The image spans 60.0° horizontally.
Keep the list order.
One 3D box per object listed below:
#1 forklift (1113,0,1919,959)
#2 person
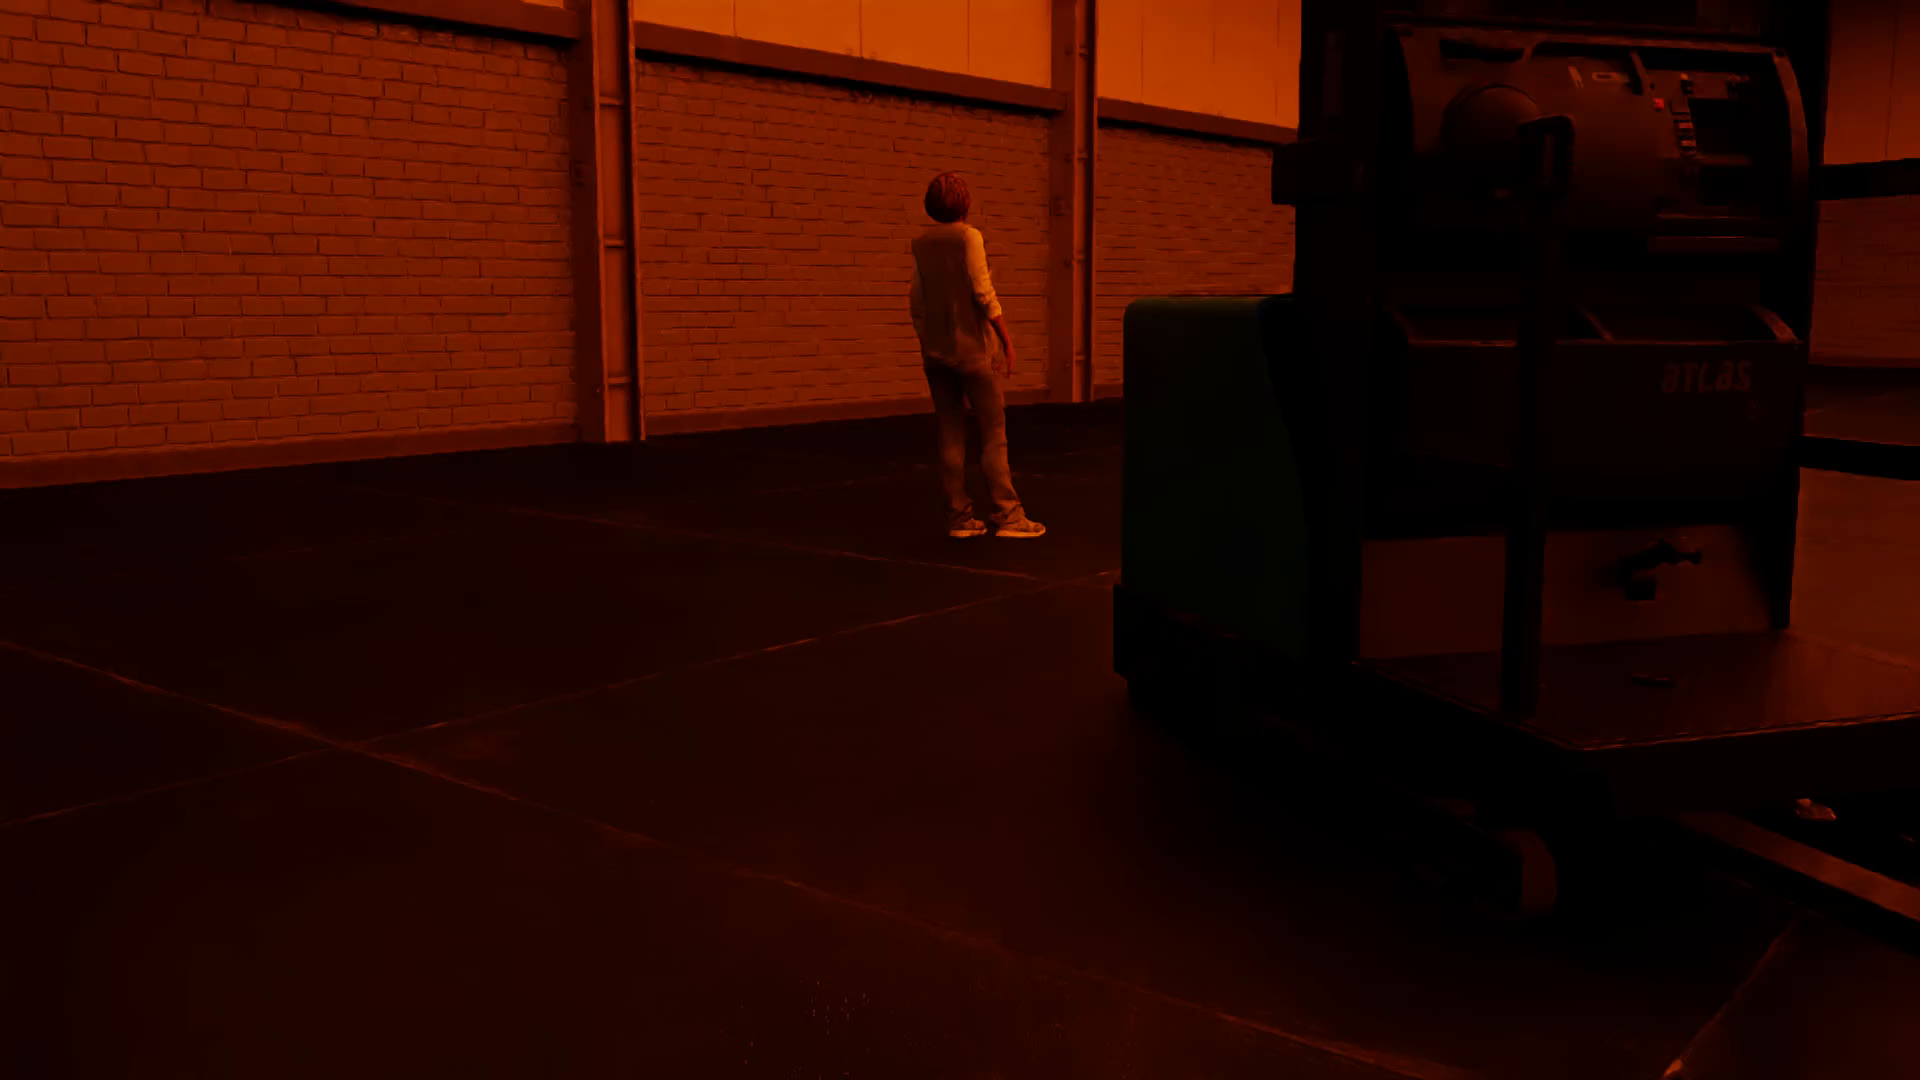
[{"bbox_3d":[1.348,-0.851,3.100,1.130,2.935,3.031,-3,9,-18],"label":"forklift"},{"bbox_3d":[0.057,-0.804,7.337,0.521,1.597,0.474,7,11,38],"label":"person"}]
